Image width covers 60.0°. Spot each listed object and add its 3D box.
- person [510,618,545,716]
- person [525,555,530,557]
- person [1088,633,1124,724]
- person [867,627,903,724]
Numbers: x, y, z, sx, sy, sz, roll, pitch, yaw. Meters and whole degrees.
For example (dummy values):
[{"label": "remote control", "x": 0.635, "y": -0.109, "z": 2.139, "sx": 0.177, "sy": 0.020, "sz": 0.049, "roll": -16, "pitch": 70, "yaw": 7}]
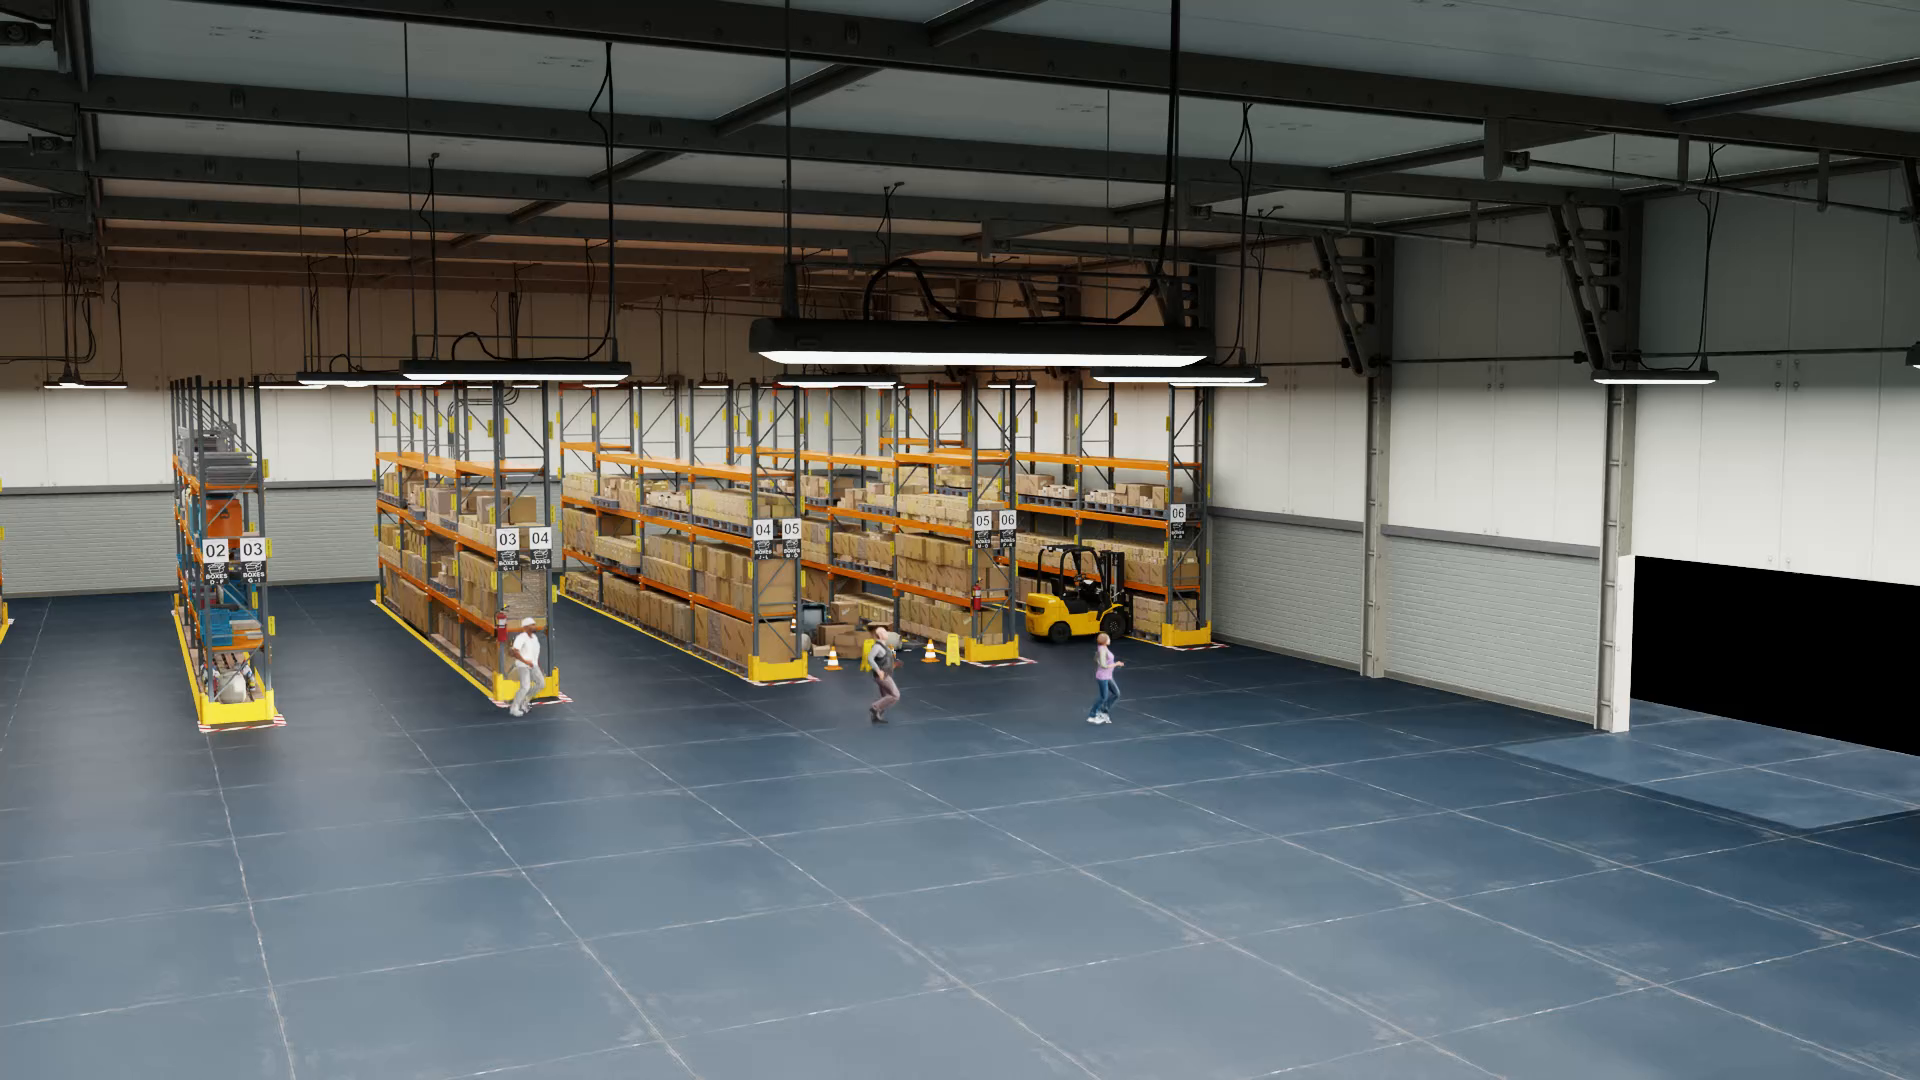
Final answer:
[{"label": "person", "x": -7.655, "y": 2.232, "z": 29.589, "sx": 0.567, "sy": 1.698, "sz": 0.765, "roll": 2, "pitch": 5, "yaw": 20}, {"label": "person", "x": -12.377, "y": 0.751, "z": 46.615, "sx": 0.749, "sy": 1.684, "sz": 0.911, "roll": 1, "pitch": 5, "yaw": 9}, {"label": "person", "x": 2.513, "y": 2.390, "z": 28.576, "sx": 0.625, "sy": 1.604, "sz": 0.515, "roll": 1, "pitch": 5, "yaw": 14}, {"label": "person", "x": -1.273, "y": 2.339, "z": 28.579, "sx": 0.575, "sy": 1.675, "sz": 0.645, "roll": 0, "pitch": 5, "yaw": 5}]
